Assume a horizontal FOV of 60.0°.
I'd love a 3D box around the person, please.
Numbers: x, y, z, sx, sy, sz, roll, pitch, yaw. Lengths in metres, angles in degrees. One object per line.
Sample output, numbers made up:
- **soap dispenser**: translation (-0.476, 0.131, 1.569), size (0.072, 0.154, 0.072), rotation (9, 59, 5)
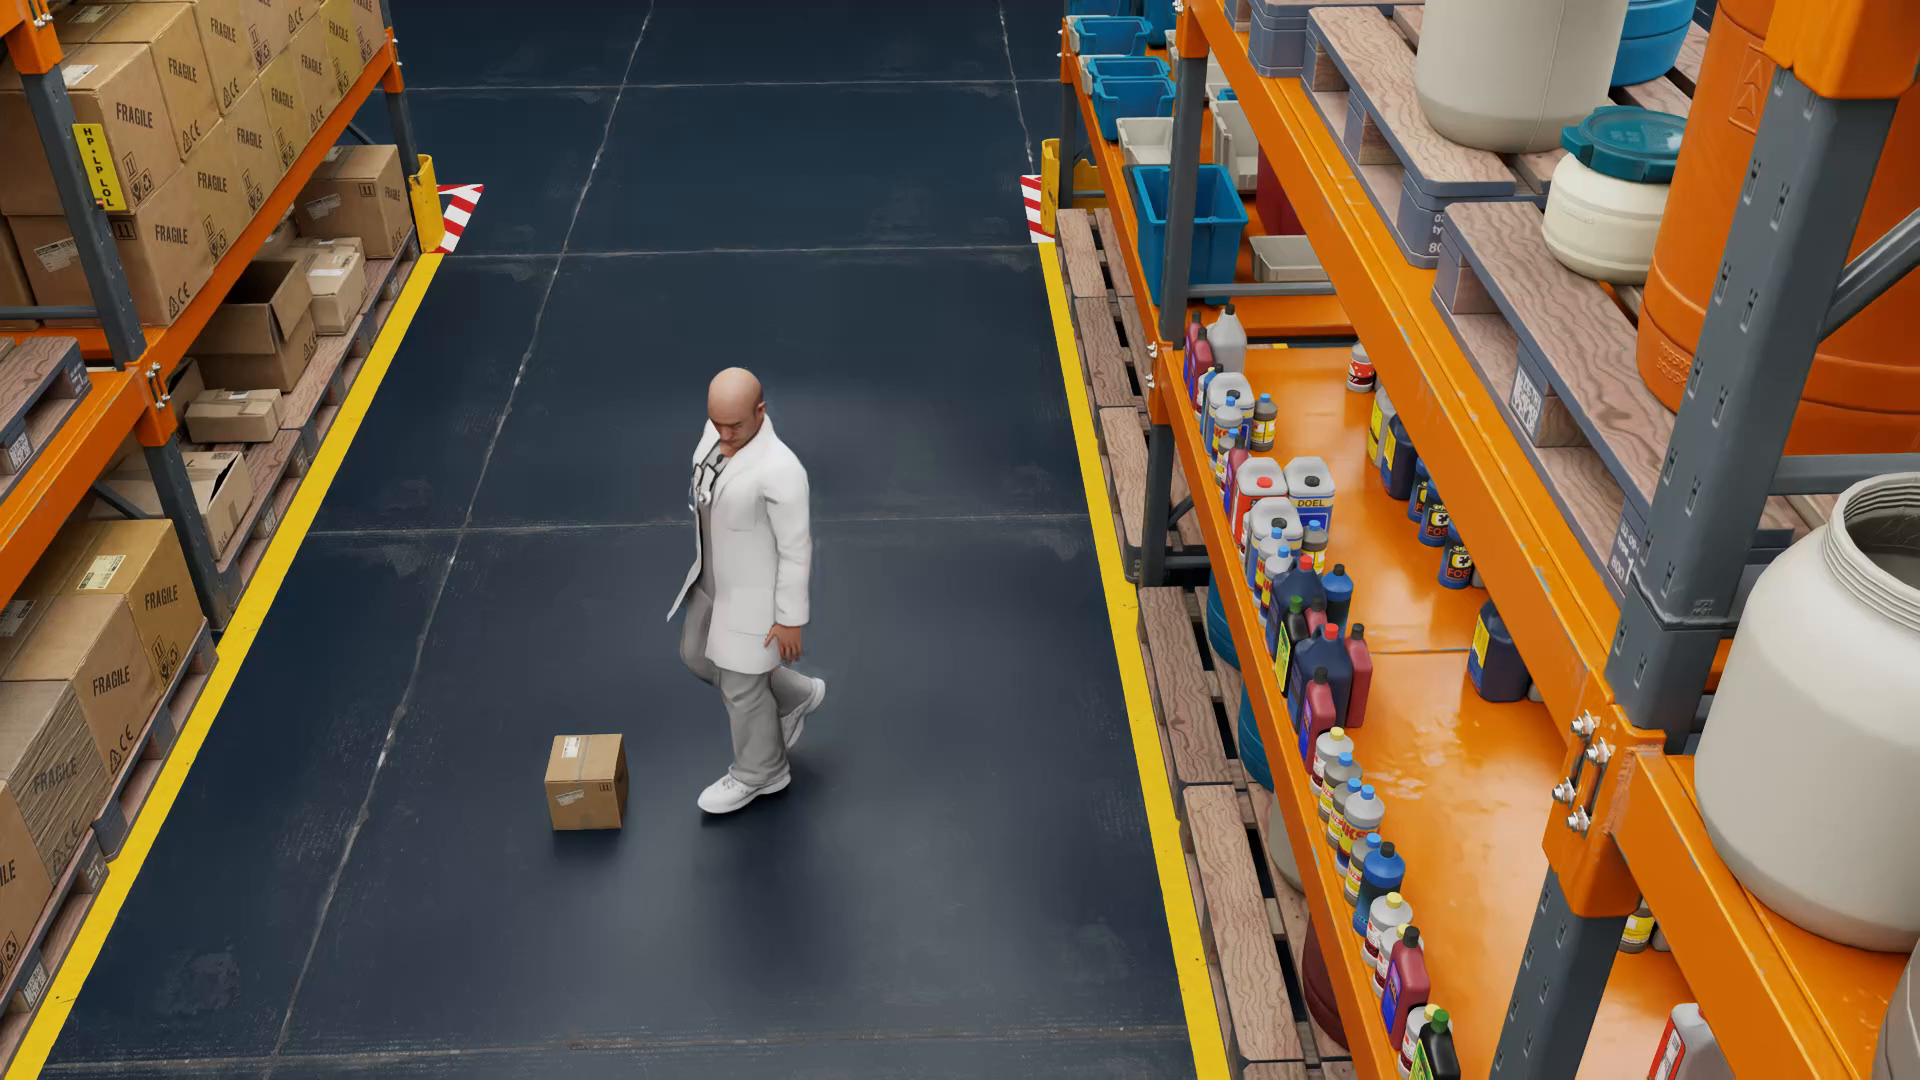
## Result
- **person**: translation (-0.749, 0.174, 5.878), size (0.604, 1.763, 0.618), rotation (-19, 39, -25)
